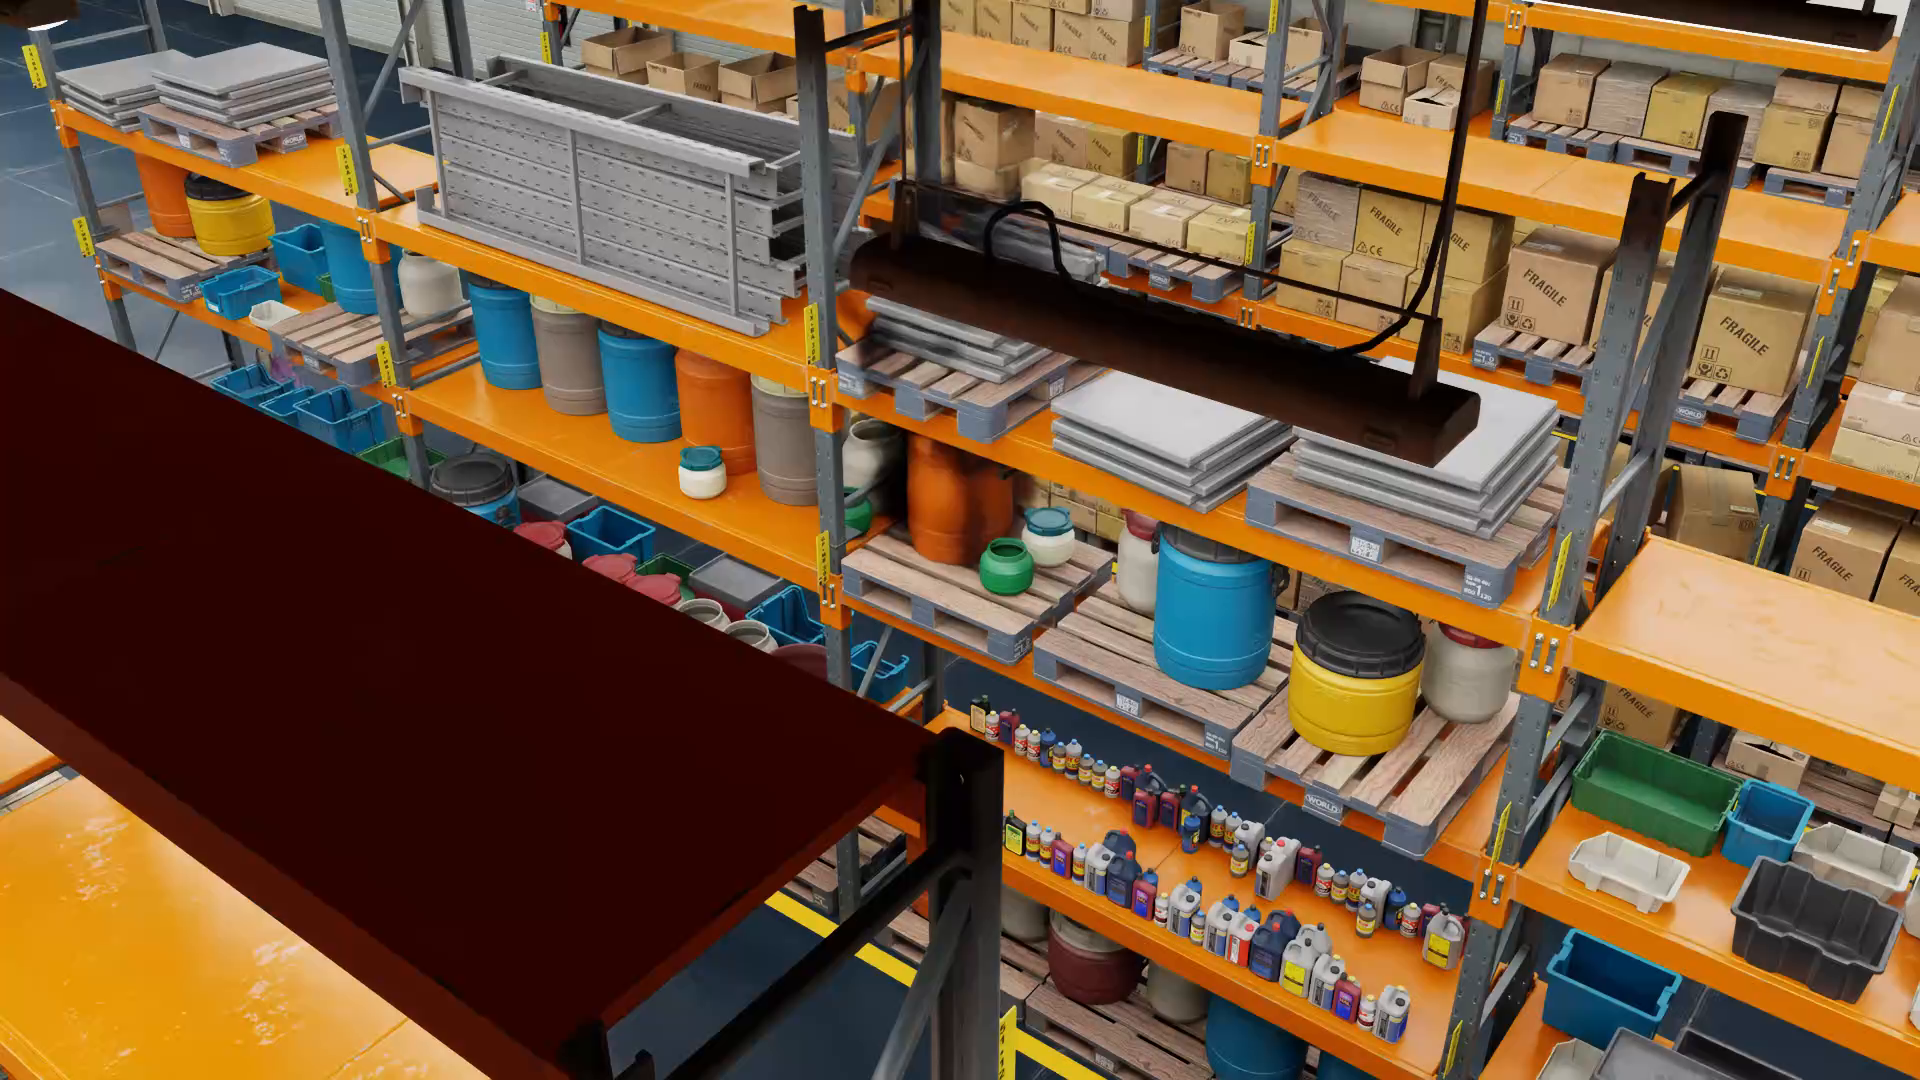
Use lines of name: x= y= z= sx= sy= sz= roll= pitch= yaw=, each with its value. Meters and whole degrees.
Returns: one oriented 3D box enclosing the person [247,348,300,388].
person: x=-6.559 y=-1.439 z=16.149 sx=0.626 sy=1.589 sz=0.524 roll=0 pitch=31 yaw=0
